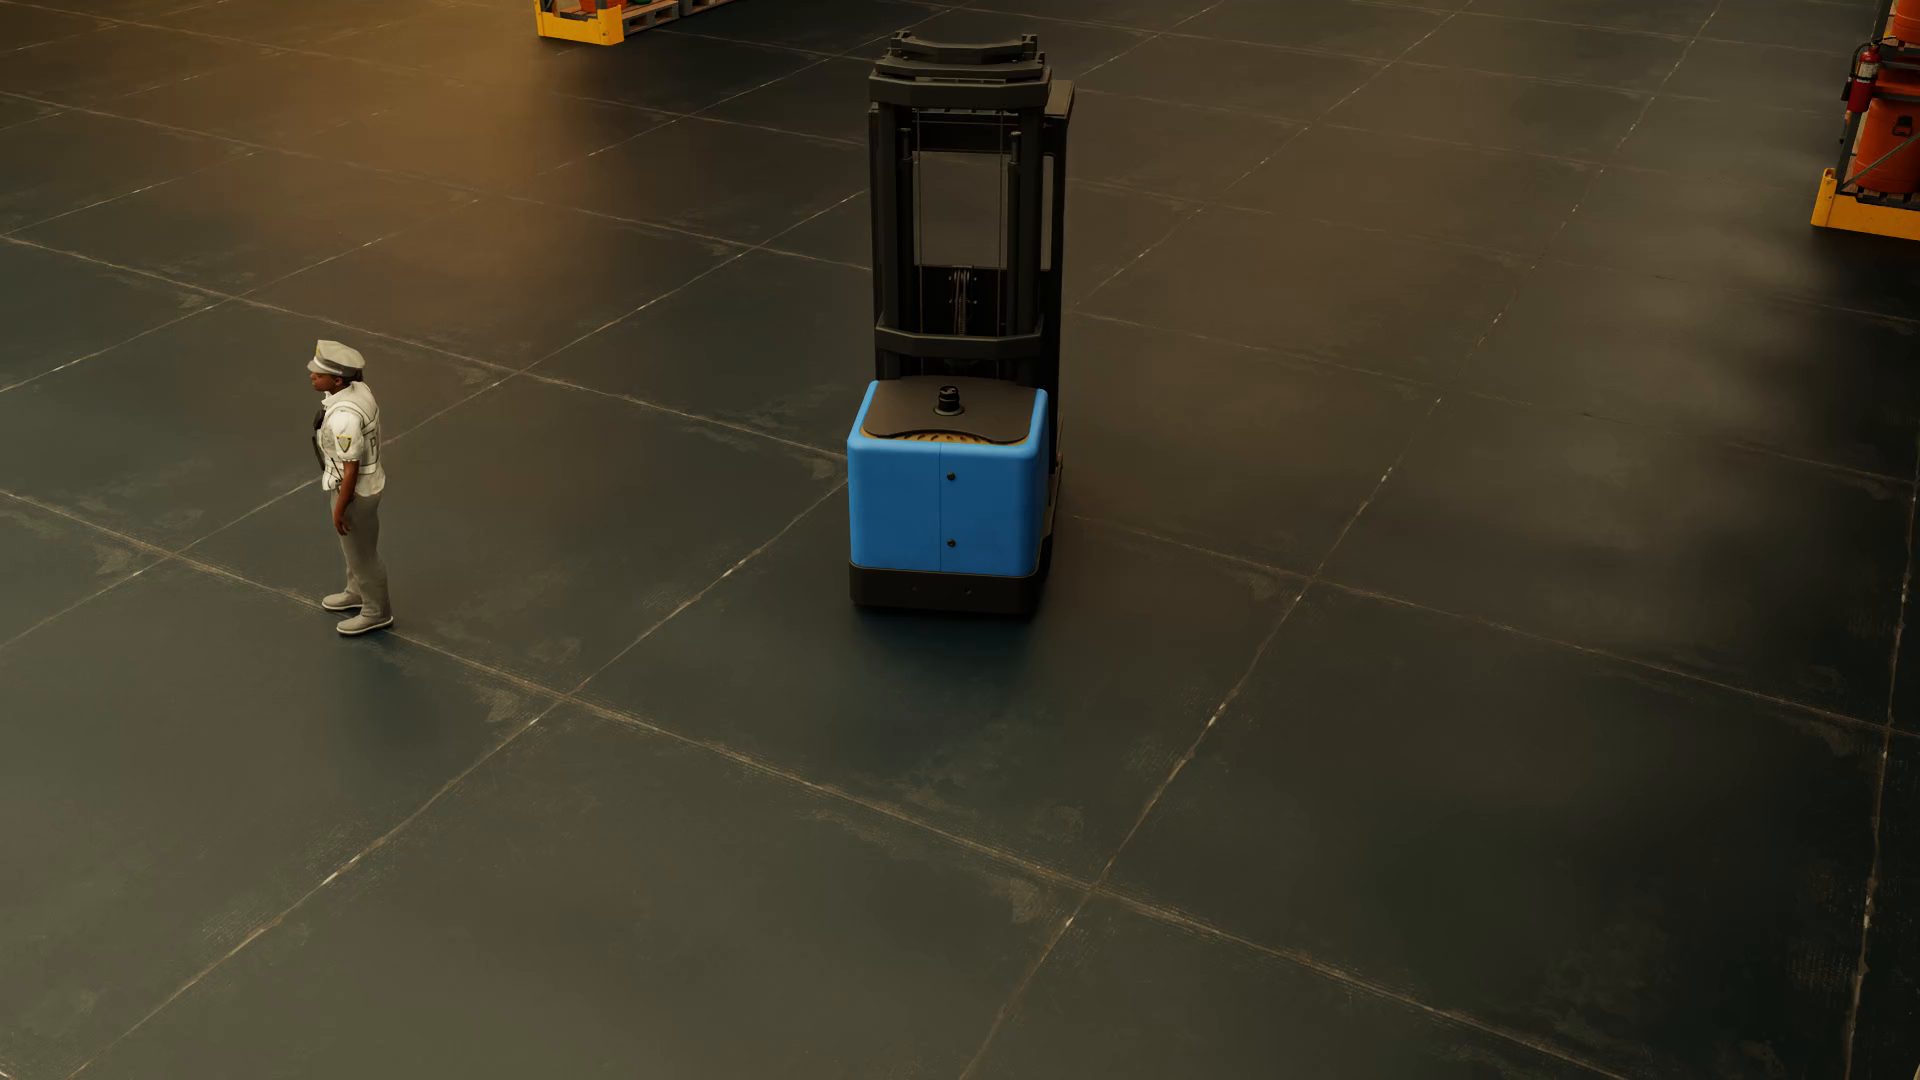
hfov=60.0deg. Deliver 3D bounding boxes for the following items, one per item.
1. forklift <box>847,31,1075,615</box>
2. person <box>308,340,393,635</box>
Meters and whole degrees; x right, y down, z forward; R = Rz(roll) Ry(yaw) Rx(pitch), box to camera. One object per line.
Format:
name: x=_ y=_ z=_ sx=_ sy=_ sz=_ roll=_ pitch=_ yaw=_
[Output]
forklift: x=0.072 y=-1.572 z=9.794 sx=1.130 sy=2.935 sz=3.031 roll=3 pitch=30 yaw=6
person: x=-3.270 y=-0.274 z=8.767 sx=0.529 sy=1.696 sz=0.570 roll=-6 pitch=31 yaw=-10
